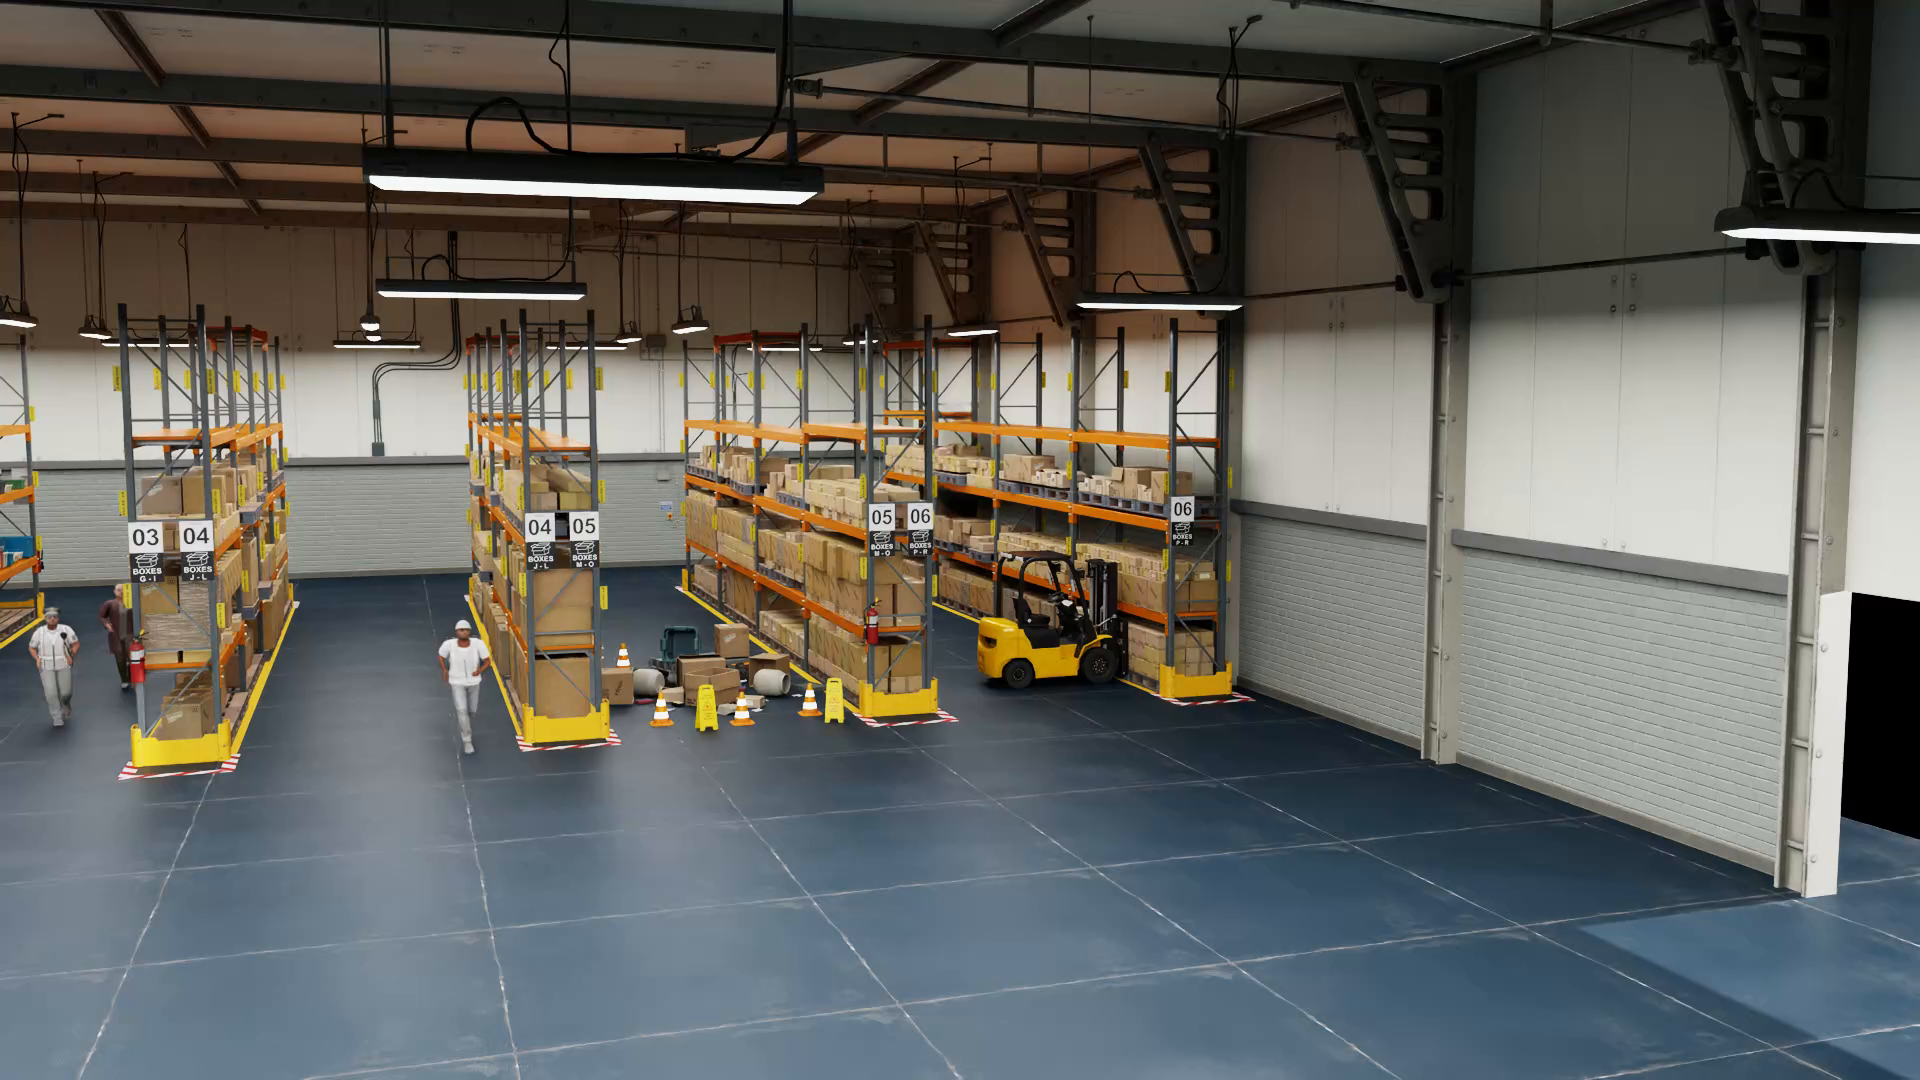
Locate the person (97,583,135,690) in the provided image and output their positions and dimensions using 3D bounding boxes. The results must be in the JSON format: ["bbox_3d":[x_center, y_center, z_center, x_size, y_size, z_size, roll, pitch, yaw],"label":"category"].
[{"bbox_3d":[-13.563,1.576,26.929,0.709,1.746,0.653,-2,6,-24],"label":"person"}]

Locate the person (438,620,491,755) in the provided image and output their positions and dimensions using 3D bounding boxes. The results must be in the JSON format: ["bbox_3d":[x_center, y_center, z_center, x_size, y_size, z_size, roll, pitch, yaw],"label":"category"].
[{"bbox_3d":[-6.790,1.975,22.869,0.657,1.784,1.135,-3,6,-29],"label":"person"}]

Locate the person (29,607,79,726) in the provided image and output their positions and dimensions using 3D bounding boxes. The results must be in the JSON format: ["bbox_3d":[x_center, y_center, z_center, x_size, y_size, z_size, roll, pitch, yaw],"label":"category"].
[{"bbox_3d":[-13.223,1.835,24.295,0.648,1.732,0.560,-3,6,-28],"label":"person"}]
